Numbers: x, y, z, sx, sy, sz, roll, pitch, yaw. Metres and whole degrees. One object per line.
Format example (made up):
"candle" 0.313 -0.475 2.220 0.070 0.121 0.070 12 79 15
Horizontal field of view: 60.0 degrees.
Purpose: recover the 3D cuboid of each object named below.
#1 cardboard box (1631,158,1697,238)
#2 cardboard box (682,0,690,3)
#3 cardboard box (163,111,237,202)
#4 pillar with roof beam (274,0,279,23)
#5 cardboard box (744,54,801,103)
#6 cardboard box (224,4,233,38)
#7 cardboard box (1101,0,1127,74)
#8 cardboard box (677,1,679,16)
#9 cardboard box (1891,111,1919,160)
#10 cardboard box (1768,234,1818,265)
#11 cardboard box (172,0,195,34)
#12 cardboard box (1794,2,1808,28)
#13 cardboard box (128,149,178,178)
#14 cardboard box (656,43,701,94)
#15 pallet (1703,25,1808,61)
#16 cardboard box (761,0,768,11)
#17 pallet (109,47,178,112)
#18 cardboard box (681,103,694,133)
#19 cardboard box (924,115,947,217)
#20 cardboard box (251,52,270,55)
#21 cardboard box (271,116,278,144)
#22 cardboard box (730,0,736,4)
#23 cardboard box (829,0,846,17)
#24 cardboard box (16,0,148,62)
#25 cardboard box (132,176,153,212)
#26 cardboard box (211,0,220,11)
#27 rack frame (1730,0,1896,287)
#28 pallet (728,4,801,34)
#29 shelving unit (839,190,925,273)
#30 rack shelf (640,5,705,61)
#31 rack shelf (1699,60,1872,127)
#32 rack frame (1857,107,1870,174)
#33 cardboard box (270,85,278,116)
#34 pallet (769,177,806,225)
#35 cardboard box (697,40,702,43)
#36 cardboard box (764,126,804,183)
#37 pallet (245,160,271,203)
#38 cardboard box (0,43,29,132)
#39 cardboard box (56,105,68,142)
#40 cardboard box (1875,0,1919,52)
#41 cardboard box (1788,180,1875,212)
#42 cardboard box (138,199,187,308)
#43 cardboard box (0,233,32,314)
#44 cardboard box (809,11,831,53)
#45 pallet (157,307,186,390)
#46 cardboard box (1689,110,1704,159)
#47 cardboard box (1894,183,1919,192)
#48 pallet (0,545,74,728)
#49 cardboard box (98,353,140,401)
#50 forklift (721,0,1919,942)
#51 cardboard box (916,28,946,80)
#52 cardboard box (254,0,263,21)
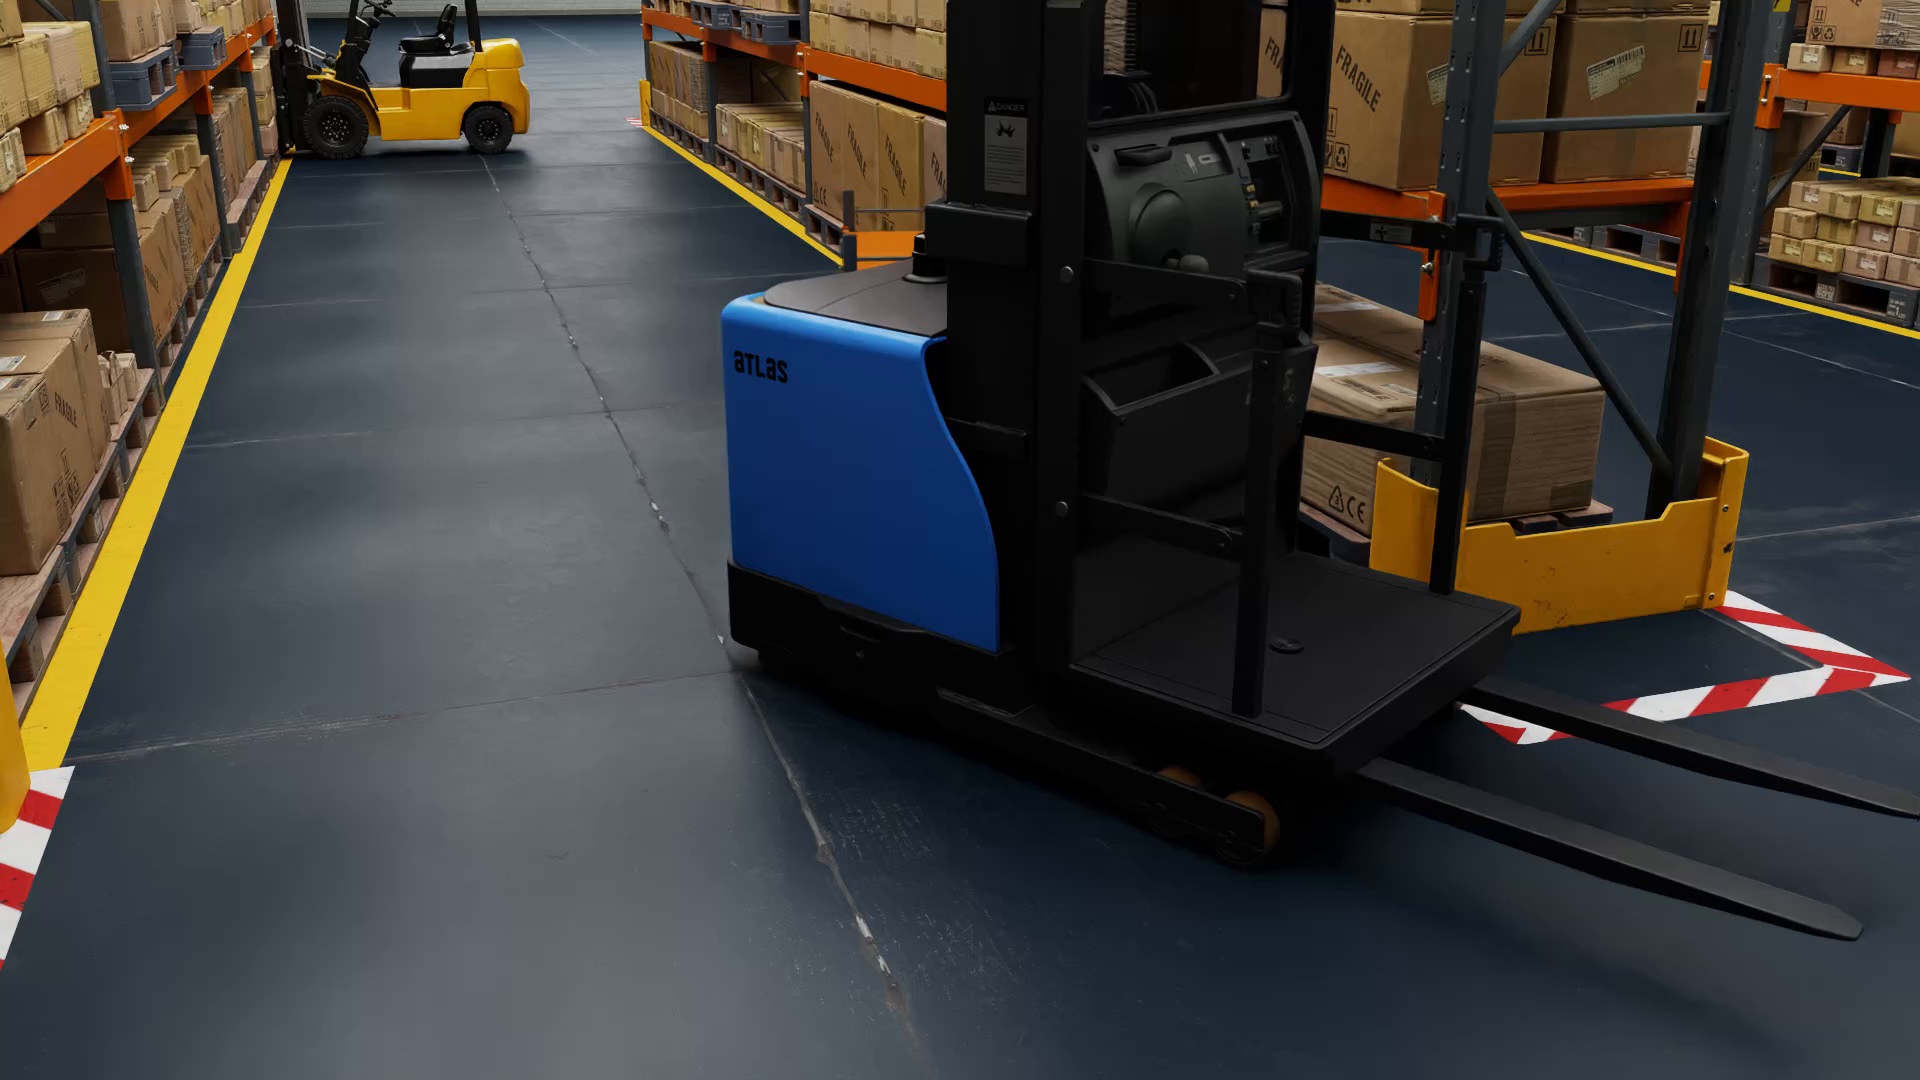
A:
"cardboard box" 4.803 -2.278 10.897 0.500 0.500 0.500 -7 21 -18
"cardboard box" -2.451 -5.522 16.265 0.500 0.500 0.500 -6 21 -15
"cardboard box" -5.756 -2.733 11.979 0.875 0.625 0.625 -6 21 -15
"pillar with roof beam" -13.854 -18.398 43.827 9.100 9.000 0.400 -6 21 -17
"cardboard box" -1.836 -4.529 16.425 0.500 0.500 0.500 -5 20 -15
"cardboard box" -5.921 -3.998 12.832 0.500 0.250 0.500 -6 21 -17
"cardboard box" 0.811 -2.034 6.993 0.500 0.500 0.500 -6 21 -17
"cardboard box" -2.672 -5.418 16.935 0.380 0.149 0.250 -7 21 -18
"cardboard box" 8.955 -3.798 14.574 1.225 0.875 0.875 -7 21 -20
"cardboard box" 5.084 -1.751 9.949 0.380 0.149 0.250 -7 21 -20
"cardboard box" -4.722 -3.065 9.613 0.500 0.250 0.500 -7 21 -20
"cardboard box" 4.962 -3.231 10.226 0.380 0.149 0.250 -7 21 -18
"cardboard box" -4.769 -2.174 9.649 0.380 0.149 0.250 -6 21 -16
"cardboard box" -2.997 -5.131 18.103 0.500 0.500 0.500 -7 21 -19
"pallet" 5.173 -3.216 10.717 1.003 0.211 1.213 -6 21 -17
"cardboard box" -1.322 -4.166 12.829 0.380 0.149 0.250 -7 21 -20
"pallet" -4.251 -2.136 7.711 1.003 0.211 1.213 -6 21 -17
"cardboard box" -2.525 -4.289 16.866 0.500 0.250 0.500 -7 21 -19
"cardboard box" 0.337 -1.875 9.222 0.875 0.875 0.875 -6 21 -16
"cardboard box" -7.100 -4.745 16.657 0.500 0.250 0.500 -6 21 -17
"cardboard box" -6.630 -3.781 15.453 0.500 0.250 0.500 -7 21 -18
"cardboard box" -1.760 -4.672 14.237 0.380 0.149 0.250 -6 21 -16
"cardboard box" -0.563 -3.581 10.930 0.500 0.250 0.500 -6 21 -16
"cardboard box" -4.043 -2.382 7.343 0.700 0.500 0.500 -6 21 -16
"cardboard box" -4.358 -1.761 8.499 0.380 0.149 0.250 -6 21 -17
"cardboard box" -5.572 -3.906 11.836 0.500 0.250 0.500 -7 21 -19
"rack frame" 5.275 -3.046 9.958 1.000 3.000 0.127 -6 21 -17
"pallet" -1.311 -4.311 13.766 1.003 0.211 1.213 -6 21 -17
"shelving unit" -0.157 -0.619 5.975 0.538 1.125 1.048 -1 20 -4
"rack shelf" -2.535 -5.358 17.460 1.077 0.370 4.000 -6 21 -17
"rack shelf" 4.646 -3.349 11.867 1.077 0.370 4.000 -6 21 -17
"rack frame" 8.758 -4.824 14.909 1.000 3.000 0.127 -6 21 -17
"cardboard box" -6.784 -4.177 15.814 0.500 0.250 0.500 -7 21 -18
"pallet" -0.894 -2.709 13.147 1.003 0.211 1.213 -6 21 -17
"cardboard box" -2.665 -5.365 18.753 0.500 0.500 0.500 -6 21 -17
"cardboard box" -1.057 -3.150 13.515 0.950 0.372 0.625 -7 21 -18
"pallet" -6.349 -2.981 13.904 1.003 0.211 1.213 -6 21 -17
"cardboard box" -3.235 -1.405 5.171 0.500 0.250 0.500 -7 21 -19
"cardboard box" -3.500 -1.516 6.071 0.380 0.149 0.250 -6 21 -16
"cardboard box" 5.354 -2.889 8.934 0.500 0.500 0.500 -6 21 -17
"cardboard box" 5.187 -2.049 9.900 0.380 0.149 0.250 -6 20 -15
"cardboard box" -4.371 -1.489 8.702 0.500 0.500 0.500 -7 21 -19
"cardboard box" -4.538 -1.106 7.635 0.500 0.500 0.500 -6 21 -17
"cardboard box" -0.735 -3.516 11.491 0.500 0.250 0.500 -7 21 -18
"pallet" -4.395 -0.903 8.119 1.003 0.211 1.213 -6 21 -17
"cardboard box" 4.801 -2.632 10.774 0.500 0.250 0.500 -7 21 -19
"cardboard box" 5.752 -2.017 9.811 0.380 0.149 0.250 -6 21 -17
"pallet" -3.121 0.357 4.610 1.003 0.211 1.213 -6 21 -17
"cardboard box" -3.649 -0.667 6.932 0.380 0.149 0.250 -7 21 -19
"forklift" 0.767 -0.832 3.896 3.031 2.935 1.130 16 25 38
"cardboard box" 0.068 -2.697 9.211 0.500 0.250 0.500 -7 21 -18
"cardboard box" -6.987 -5.234 15.904 0.500 0.500 0.500 -6 21 -17
